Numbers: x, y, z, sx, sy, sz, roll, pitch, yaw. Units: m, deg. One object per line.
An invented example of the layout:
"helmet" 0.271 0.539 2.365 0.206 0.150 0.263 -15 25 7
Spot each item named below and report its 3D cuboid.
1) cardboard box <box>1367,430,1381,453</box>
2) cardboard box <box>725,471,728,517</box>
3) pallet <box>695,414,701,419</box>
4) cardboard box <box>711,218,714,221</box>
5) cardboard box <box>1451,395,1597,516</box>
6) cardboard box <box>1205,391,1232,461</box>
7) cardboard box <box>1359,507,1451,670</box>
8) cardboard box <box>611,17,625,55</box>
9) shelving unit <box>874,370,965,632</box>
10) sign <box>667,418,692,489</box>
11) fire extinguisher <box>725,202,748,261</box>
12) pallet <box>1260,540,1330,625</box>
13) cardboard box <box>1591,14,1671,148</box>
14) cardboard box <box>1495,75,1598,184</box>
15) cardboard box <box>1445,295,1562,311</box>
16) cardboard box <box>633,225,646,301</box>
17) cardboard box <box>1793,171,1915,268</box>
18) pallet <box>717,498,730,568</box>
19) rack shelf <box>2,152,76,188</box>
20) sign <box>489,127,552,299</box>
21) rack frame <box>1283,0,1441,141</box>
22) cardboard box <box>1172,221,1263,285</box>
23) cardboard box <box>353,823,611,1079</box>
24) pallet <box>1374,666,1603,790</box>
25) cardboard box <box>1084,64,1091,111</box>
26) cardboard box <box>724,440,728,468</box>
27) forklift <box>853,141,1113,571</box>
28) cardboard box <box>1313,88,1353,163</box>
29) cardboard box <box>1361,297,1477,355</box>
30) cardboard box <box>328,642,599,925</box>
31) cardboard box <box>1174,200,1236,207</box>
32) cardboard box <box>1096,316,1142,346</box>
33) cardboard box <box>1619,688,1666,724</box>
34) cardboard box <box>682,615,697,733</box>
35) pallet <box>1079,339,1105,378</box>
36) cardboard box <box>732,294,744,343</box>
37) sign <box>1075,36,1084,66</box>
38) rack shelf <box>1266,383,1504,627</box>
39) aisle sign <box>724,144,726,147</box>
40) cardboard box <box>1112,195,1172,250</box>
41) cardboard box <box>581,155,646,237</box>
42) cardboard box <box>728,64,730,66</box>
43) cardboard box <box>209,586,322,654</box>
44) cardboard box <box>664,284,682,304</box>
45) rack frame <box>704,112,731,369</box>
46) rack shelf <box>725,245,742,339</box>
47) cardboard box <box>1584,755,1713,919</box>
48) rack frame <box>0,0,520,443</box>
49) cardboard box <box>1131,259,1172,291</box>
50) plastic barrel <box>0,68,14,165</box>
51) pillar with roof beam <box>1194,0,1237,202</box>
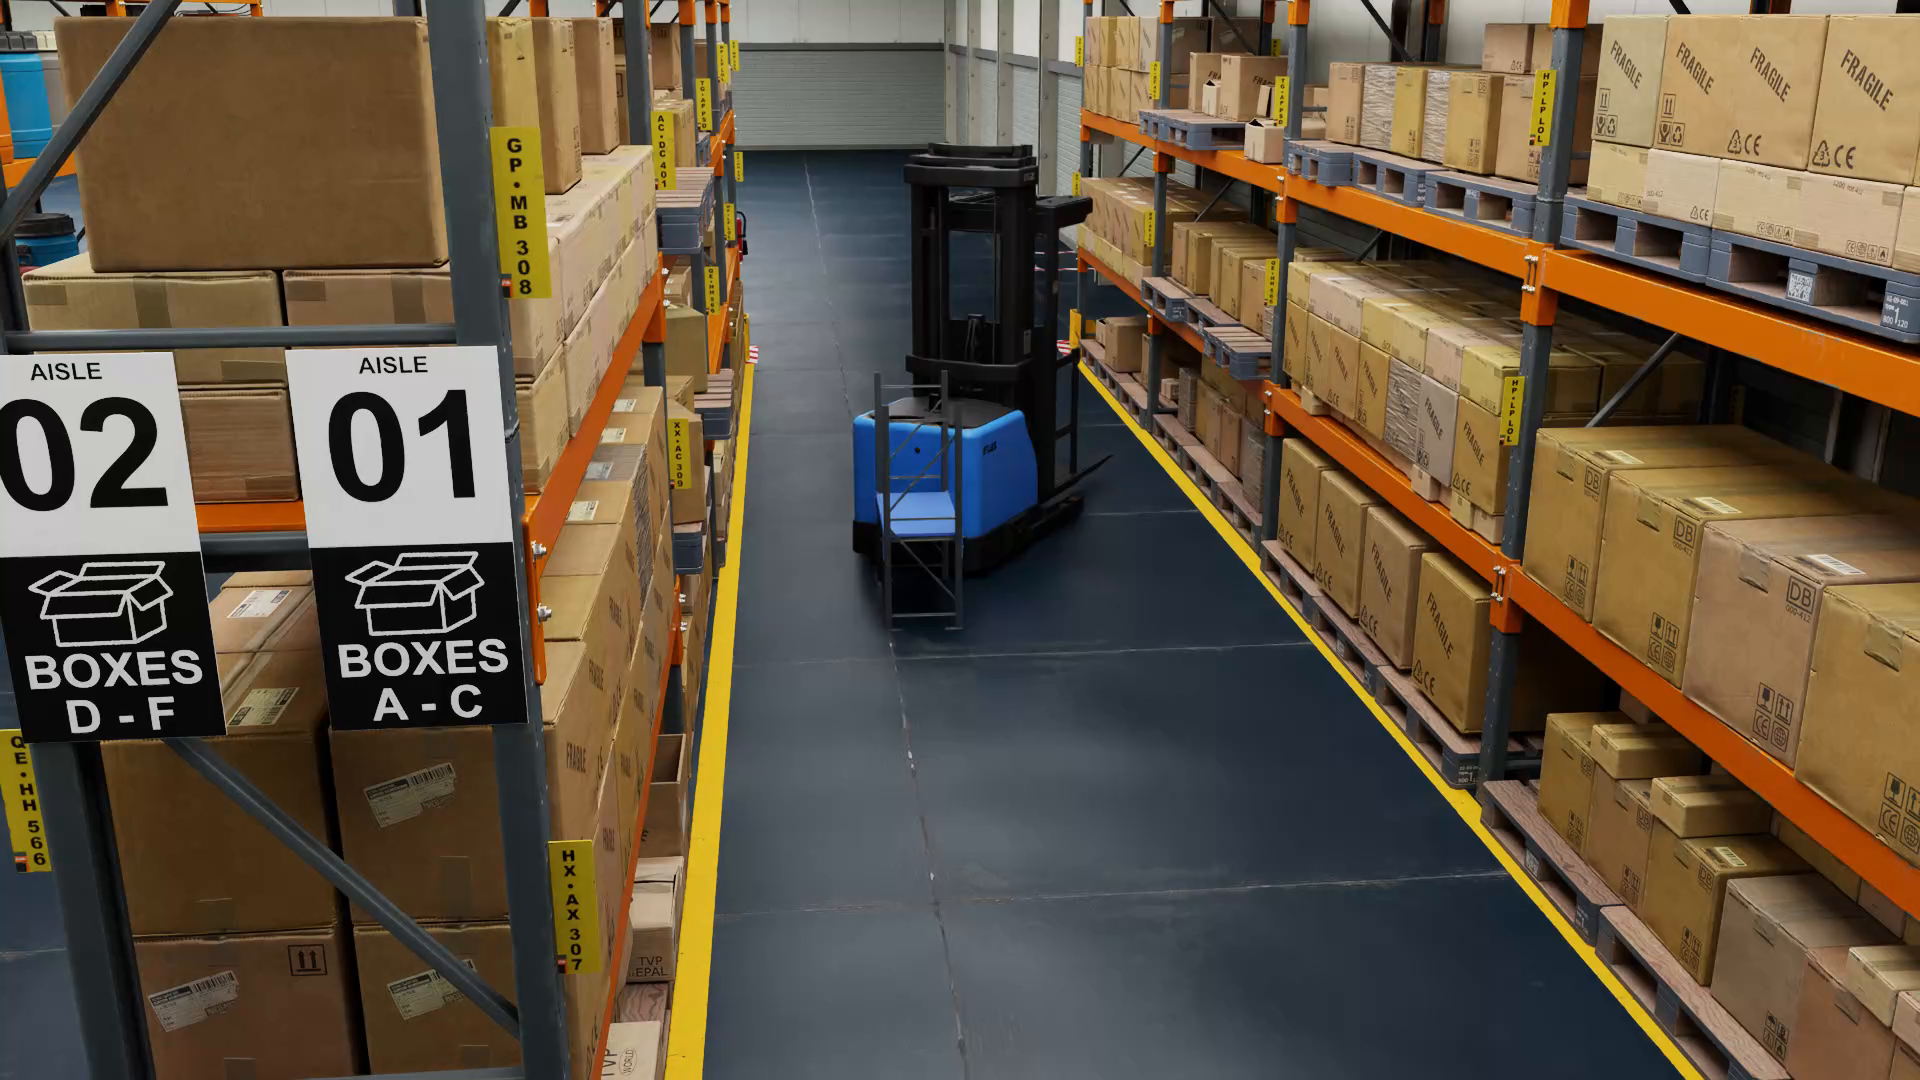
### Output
"cardboard box" 2.687 -0.628 10.055 0.380 0.149 0.250 -2 18 -5
"cardboard box" -2.027 -0.349 12.671 0.500 0.250 0.500 -2 18 -7
"pallet" -2.008 -0.475 9.503 1.003 0.211 1.213 -2 18 -6
"cardboard box" -2.543 -3.010 16.008 0.380 0.149 0.250 -2 18 -6
"cardboard box" 2.828 -0.437 8.365 0.500 0.500 0.500 -2 18 -7
"cardboard box" 2.510 -0.985 14.244 0.700 0.500 0.500 -2 17 -5
"cardboard box" 2.836 0.263 9.720 0.750 0.750 0.750 -1 17 -4
"cardboard box" -2.069 -2.668 9.322 0.500 0.500 0.500 -2 18 -6
"shelving unit" -0.286 -0.282 11.071 0.538 1.500 1.048 -2 18 -5
"sign" -1.261 -0.386 7.454 0.100 0.325 0.005 -2 18 -6
"fire extinguisher" -2.588 -3.542 19.080 0.296 0.674 0.183 -2 18 -6
"pallet" 2.720 0.268 11.472 1.003 0.211 1.213 -2 18 -6
"cardboard box" 2.921 -1.853 6.693 0.500 0.500 0.500 -2 18 -6
"cardboard box" 3.145 -2.063 8.330 0.700 0.500 0.500 -3 18 -9
"cardboard box" 3.171 -1.271 9.768 0.500 0.250 0.500 -2 18 -7
"cardboard box" -1.445 -1.028 6.185 0.500 0.250 0.500 -2 18 -6
"cardboard box" 3.086 -1.044 5.369 0.500 0.250 0.500 -2 18 -7
"pallet" -2.259 -0.062 12.522 1.003 0.211 1.213 -2 18 -6
"rack shelf" -7.346 -2.678 12.391 1.077 0.370 4.000 -2 18 -6
"sign" -0.848 -0.627 3.200 0.100 0.325 0.005 -2 18 -6
"rack frame" 2.714 -4.162 10.911 1.000 3.000 0.127 -2 18 -6
"cardboard box" 2.320 -2.597 15.039 0.700 0.500 0.500 -2 18 -5
"cardboard box" -1.171 1.050 4.159 0.500 0.500 0.500 -1 17 -4
"pallet" 2.972 0.995 9.156 1.003 0.211 1.213 -2 18 -6
"cardboard box" 1.675 -5.064 18.593 0.500 0.500 0.500 -1 17 -4
"cardboard box" -2.088 -0.775 13.092 0.500 0.311 0.500 -2 18 -7
"forklift" 0.335 -1.577 12.807 1.130 2.935 3.031 9 19 26
"cardboard box" 2.869 -3.010 12.049 0.500 0.500 0.500 -2 18 -6
"cardboard box" 2.675 -1.253 9.711 0.500 0.250 0.500 -2 18 -7
"cardboard box" -1.171 0.573 4.009 0.500 0.500 0.500 -1 17 -4
"cardboard box" 2.411 -3.088 16.471 0.500 0.500 0.500 -2 18 -6
"cardboard box" 1.871 -2.402 19.073 0.500 0.311 0.500 -4 18 -12
"cardboard box" 3.284 0.751 7.666 0.380 0.149 0.250 -2 18 -6
"cardboard box" -1.674 0.718 8.820 0.500 0.500 0.500 -2 17 -5
"pallet" 1.945 -2.087 18.973 1.003 0.211 1.213 -2 18 -6
"cardboard box" -2.569 -2.327 17.720 0.500 0.500 0.500 -2 18 -6
"sign" 1.349 -5.515 18.768 0.100 0.325 0.005 -2 18 -6
"rack shelf" 2.920 -0.361 10.020 1.077 0.370 4.000 -2 18 -6
"aisle sign" -2.753 -4.798 18.613 0.394 0.787 0.004 -2 18 -6
"cardboard box" 1.847 -3.218 16.883 0.500 0.500 0.500 -2 18 -7
"cardboard box" -1.432 -1.267 6.112 0.500 0.250 0.500 -2 18 -6
"cardboard box" -2.657 -4.821 17.333 0.500 0.250 0.500 -2 18 -6
"cardboard box" -1.760 0.438 4.437 0.500 0.500 0.500 -1 17 -4
"cardboard box" -2.402 -1.693 12.895 0.500 0.500 0.500 -3 18 -9
"rack frame" -2.625 -2.338 15.115 1.000 3.000 0.127 -2 18 -6
"rack shelf" -2.832 -2.590 17.121 1.077 0.370 4.000 -2 18 -6
"cardboard box" 3.150 1.260 7.129 0.700 0.500 0.500 -2 18 -6
"rack frame" -1.388 -1.625 2.828 1.000 3.000 0.127 -2 18 -6
"cardboard box" 1.951 -2.561 16.045 0.500 0.250 0.500 -2 18 -6
"plastic barrel" -7.076 -3.076 11.743 0.600 0.830 0.708 -2 18 -6
"pillar with roof beam" -1.461 -6.231 17.501 9.100 9.000 0.400 -2 18 -6
